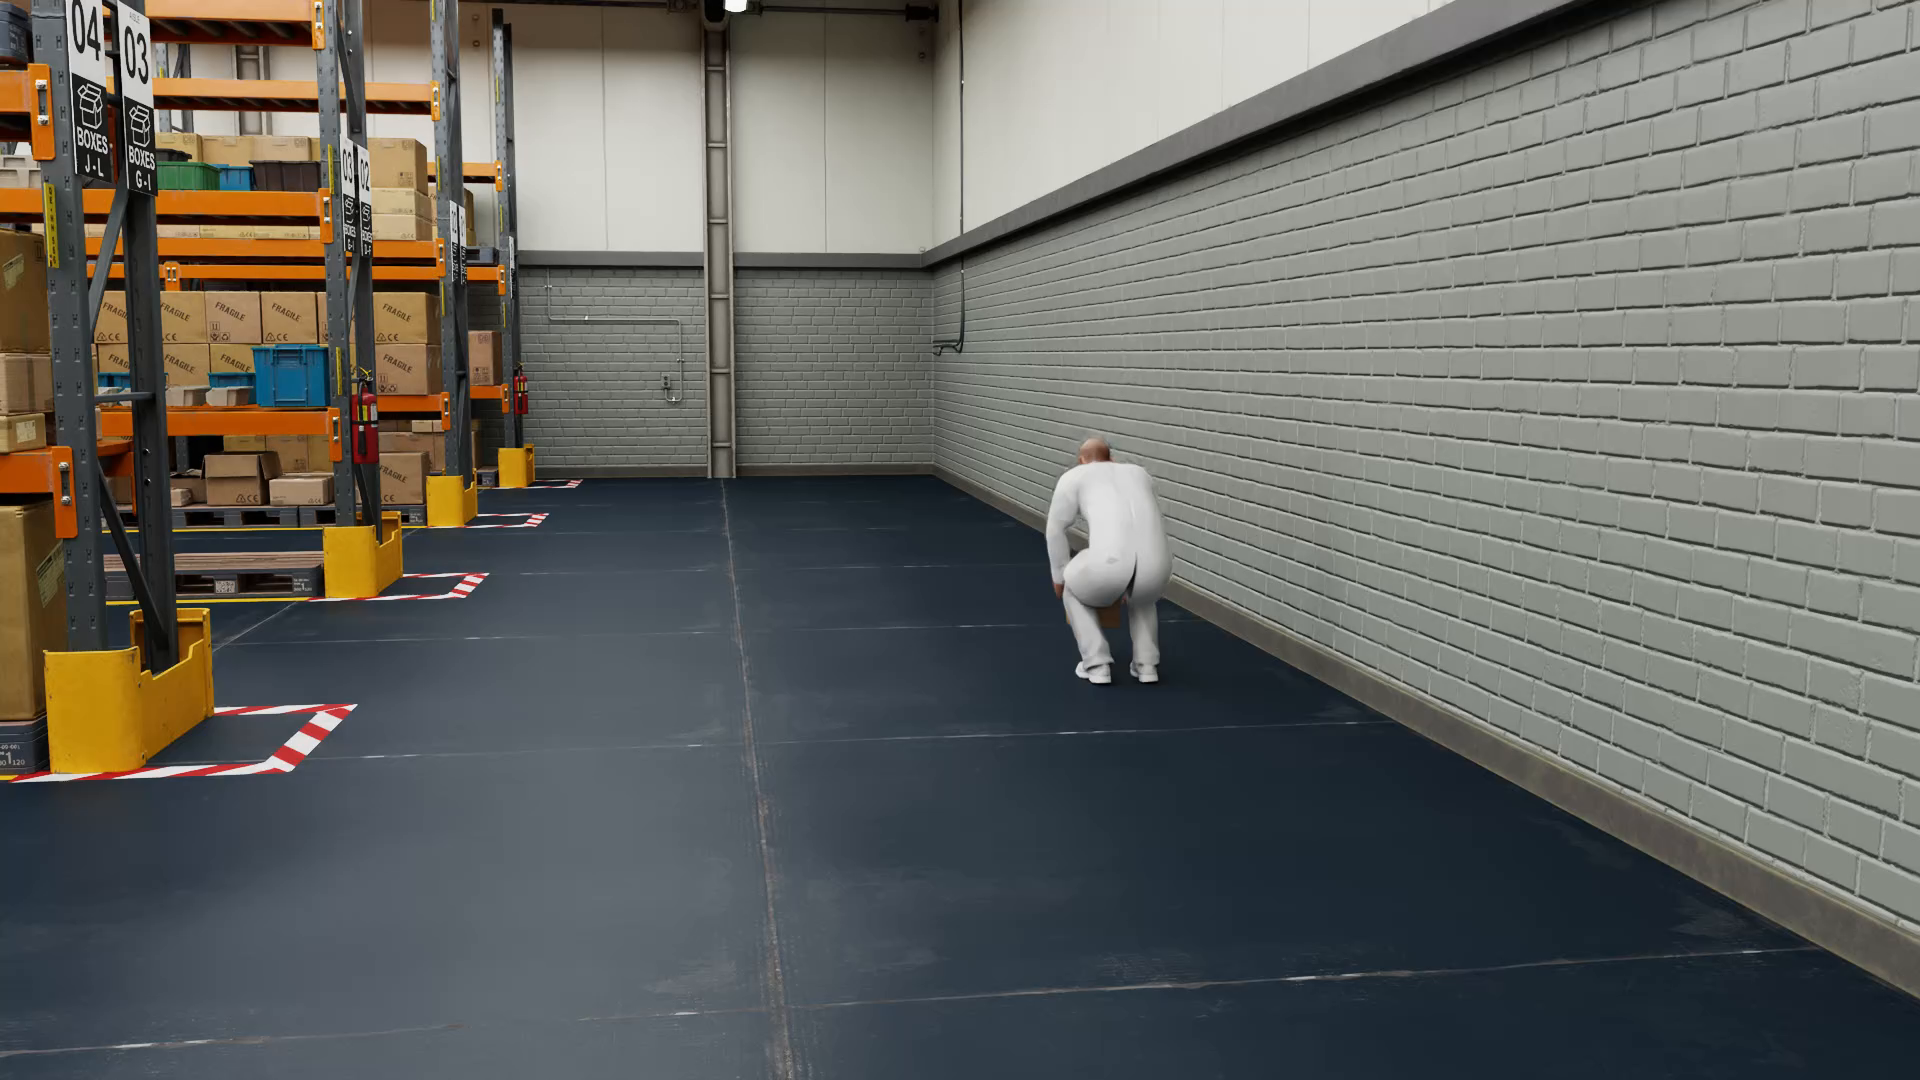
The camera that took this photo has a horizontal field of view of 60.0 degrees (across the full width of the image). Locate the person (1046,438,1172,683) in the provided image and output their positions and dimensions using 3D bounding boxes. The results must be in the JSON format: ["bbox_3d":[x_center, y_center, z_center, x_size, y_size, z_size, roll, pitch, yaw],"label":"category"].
[{"bbox_3d":[0.793,0.140,8.744,0.632,1.177,0.797,-1,6,-9],"label":"person"}]
